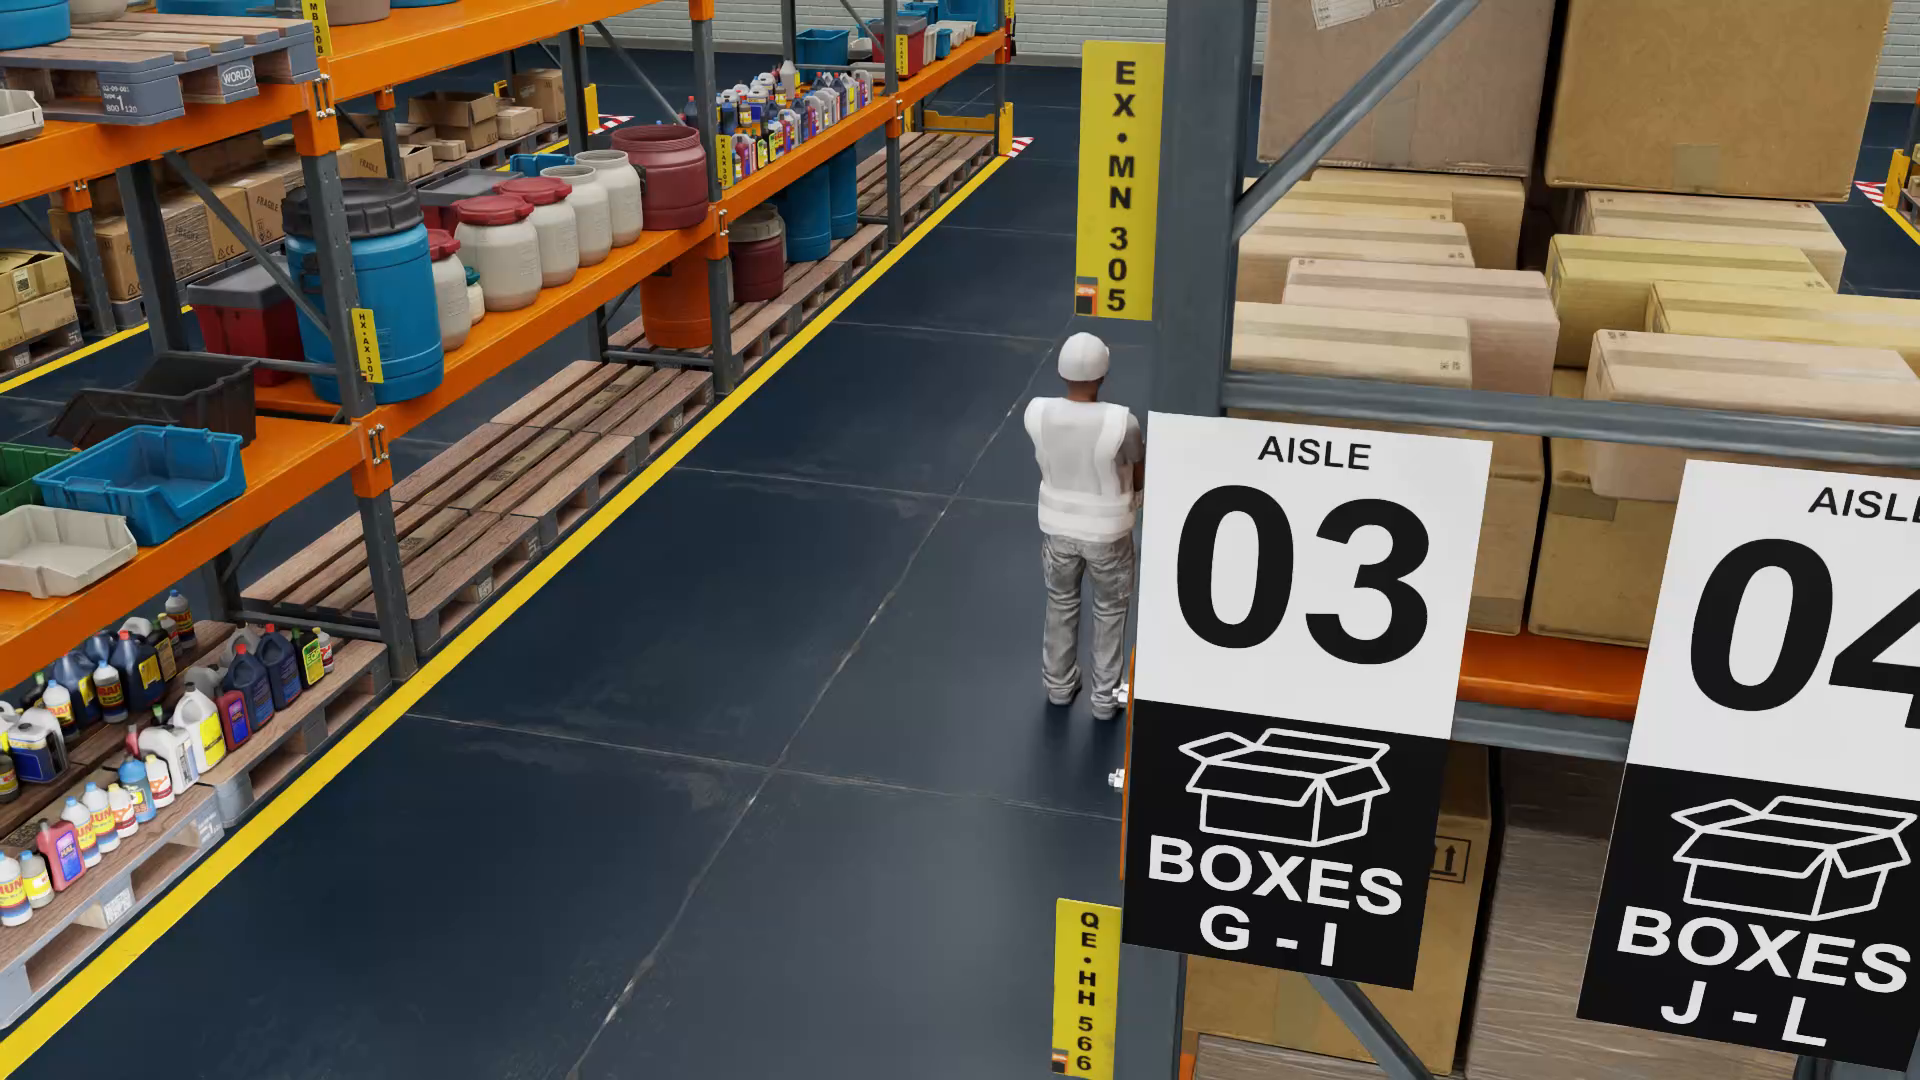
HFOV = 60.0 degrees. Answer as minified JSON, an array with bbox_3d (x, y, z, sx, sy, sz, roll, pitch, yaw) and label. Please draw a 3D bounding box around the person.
[{"bbox_3d":[0.574,-0.097,7.297,0.488,1.778,0.574,10,27,21],"label":"person"}]
